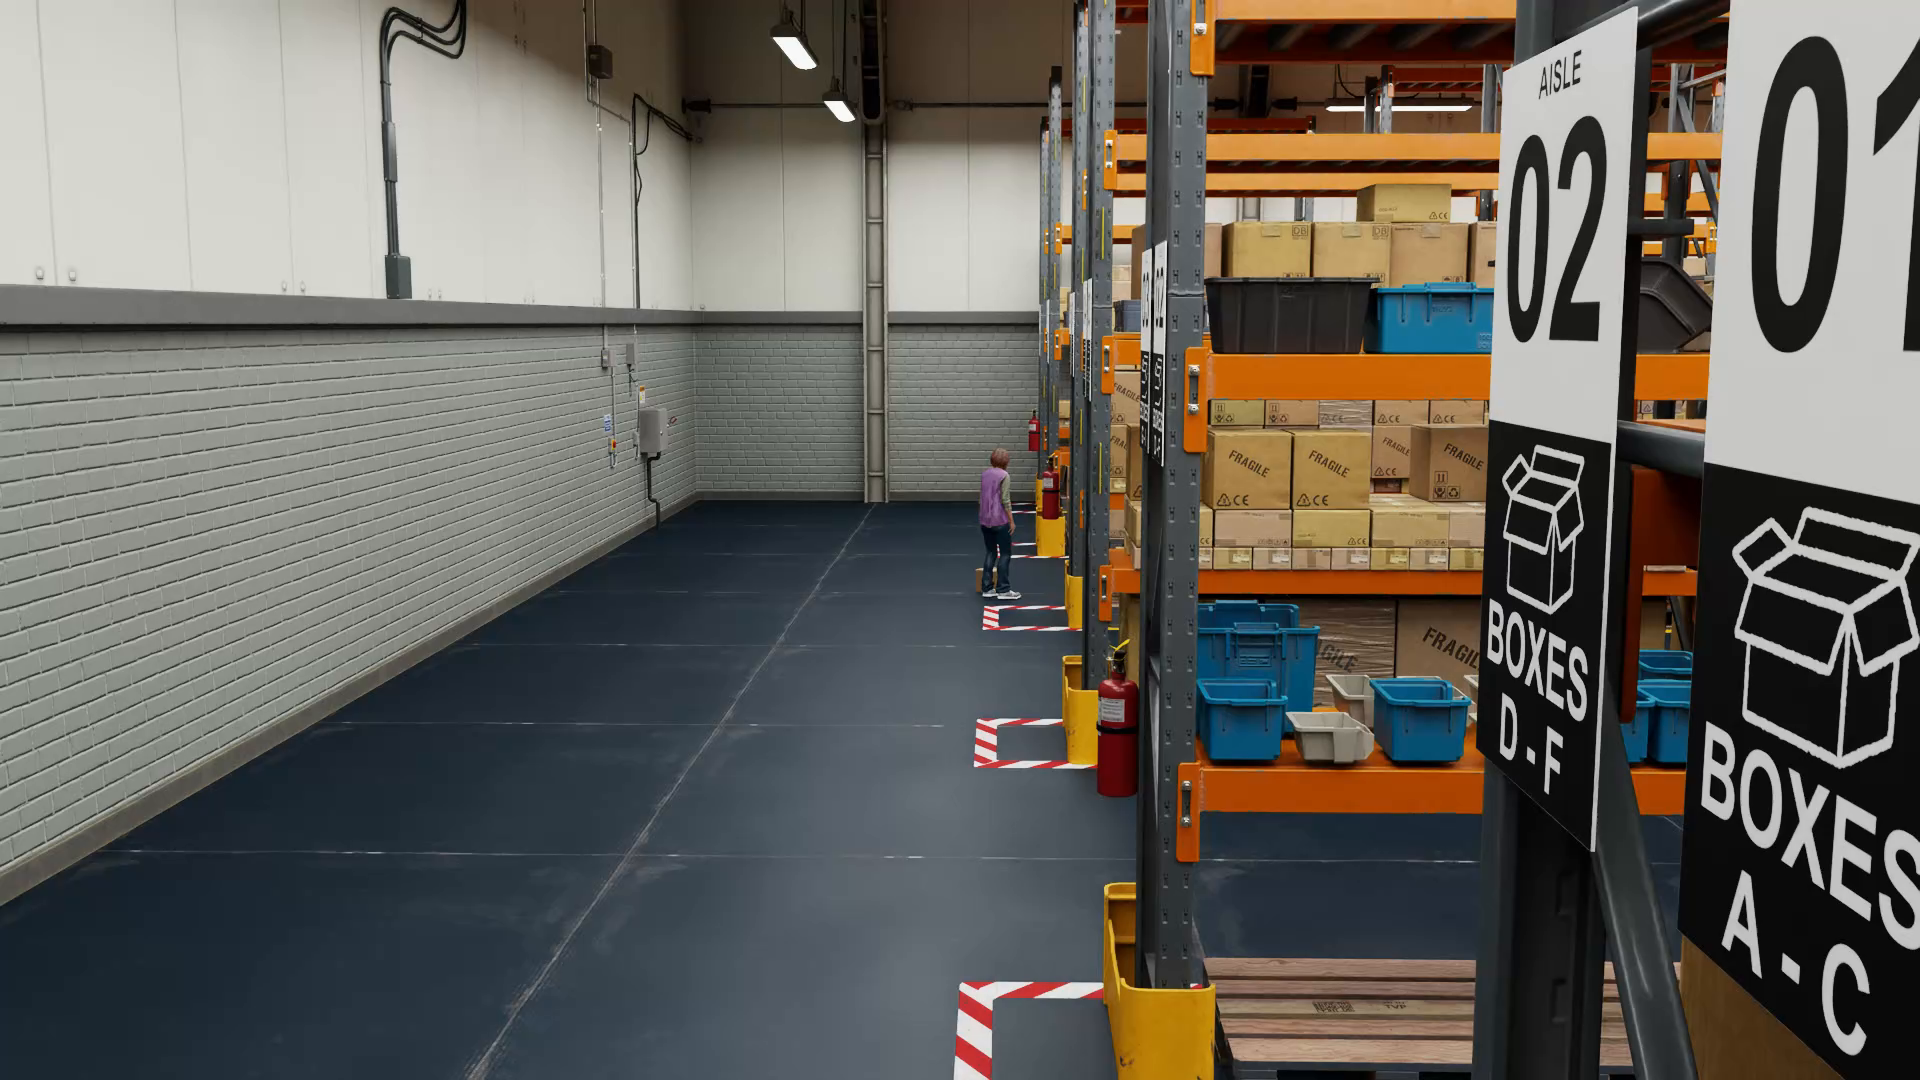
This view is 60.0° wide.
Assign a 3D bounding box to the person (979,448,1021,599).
[{"bbox_3d":[0.390,-0.173,17.653,0.347,1.591,0.459,-7,10,-42],"label":"person"}]
